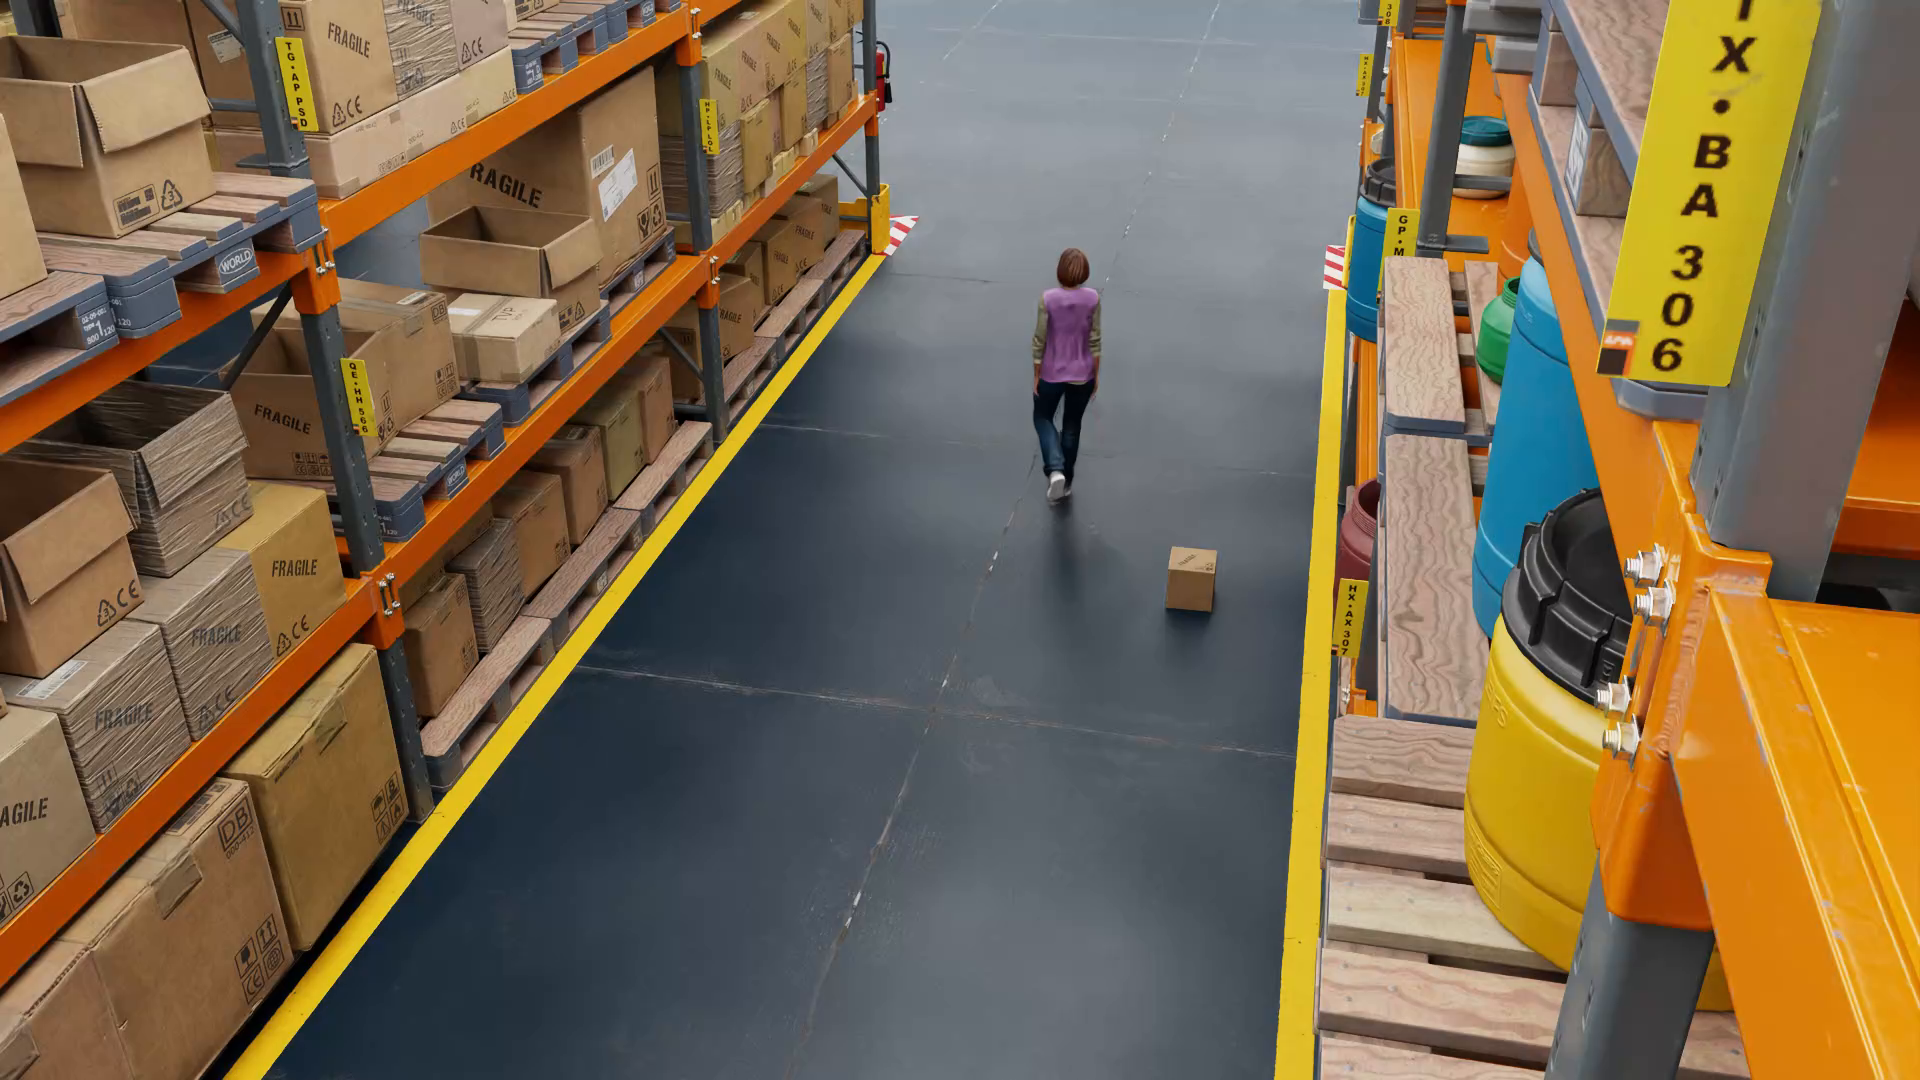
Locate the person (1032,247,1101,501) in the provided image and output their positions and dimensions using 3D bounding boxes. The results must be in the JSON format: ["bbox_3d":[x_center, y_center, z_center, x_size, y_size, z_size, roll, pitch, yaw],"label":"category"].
[{"bbox_3d":[0.626,-0.942,9.781,0.411,1.581,0.557,-2,29,-4],"label":"person"}]
